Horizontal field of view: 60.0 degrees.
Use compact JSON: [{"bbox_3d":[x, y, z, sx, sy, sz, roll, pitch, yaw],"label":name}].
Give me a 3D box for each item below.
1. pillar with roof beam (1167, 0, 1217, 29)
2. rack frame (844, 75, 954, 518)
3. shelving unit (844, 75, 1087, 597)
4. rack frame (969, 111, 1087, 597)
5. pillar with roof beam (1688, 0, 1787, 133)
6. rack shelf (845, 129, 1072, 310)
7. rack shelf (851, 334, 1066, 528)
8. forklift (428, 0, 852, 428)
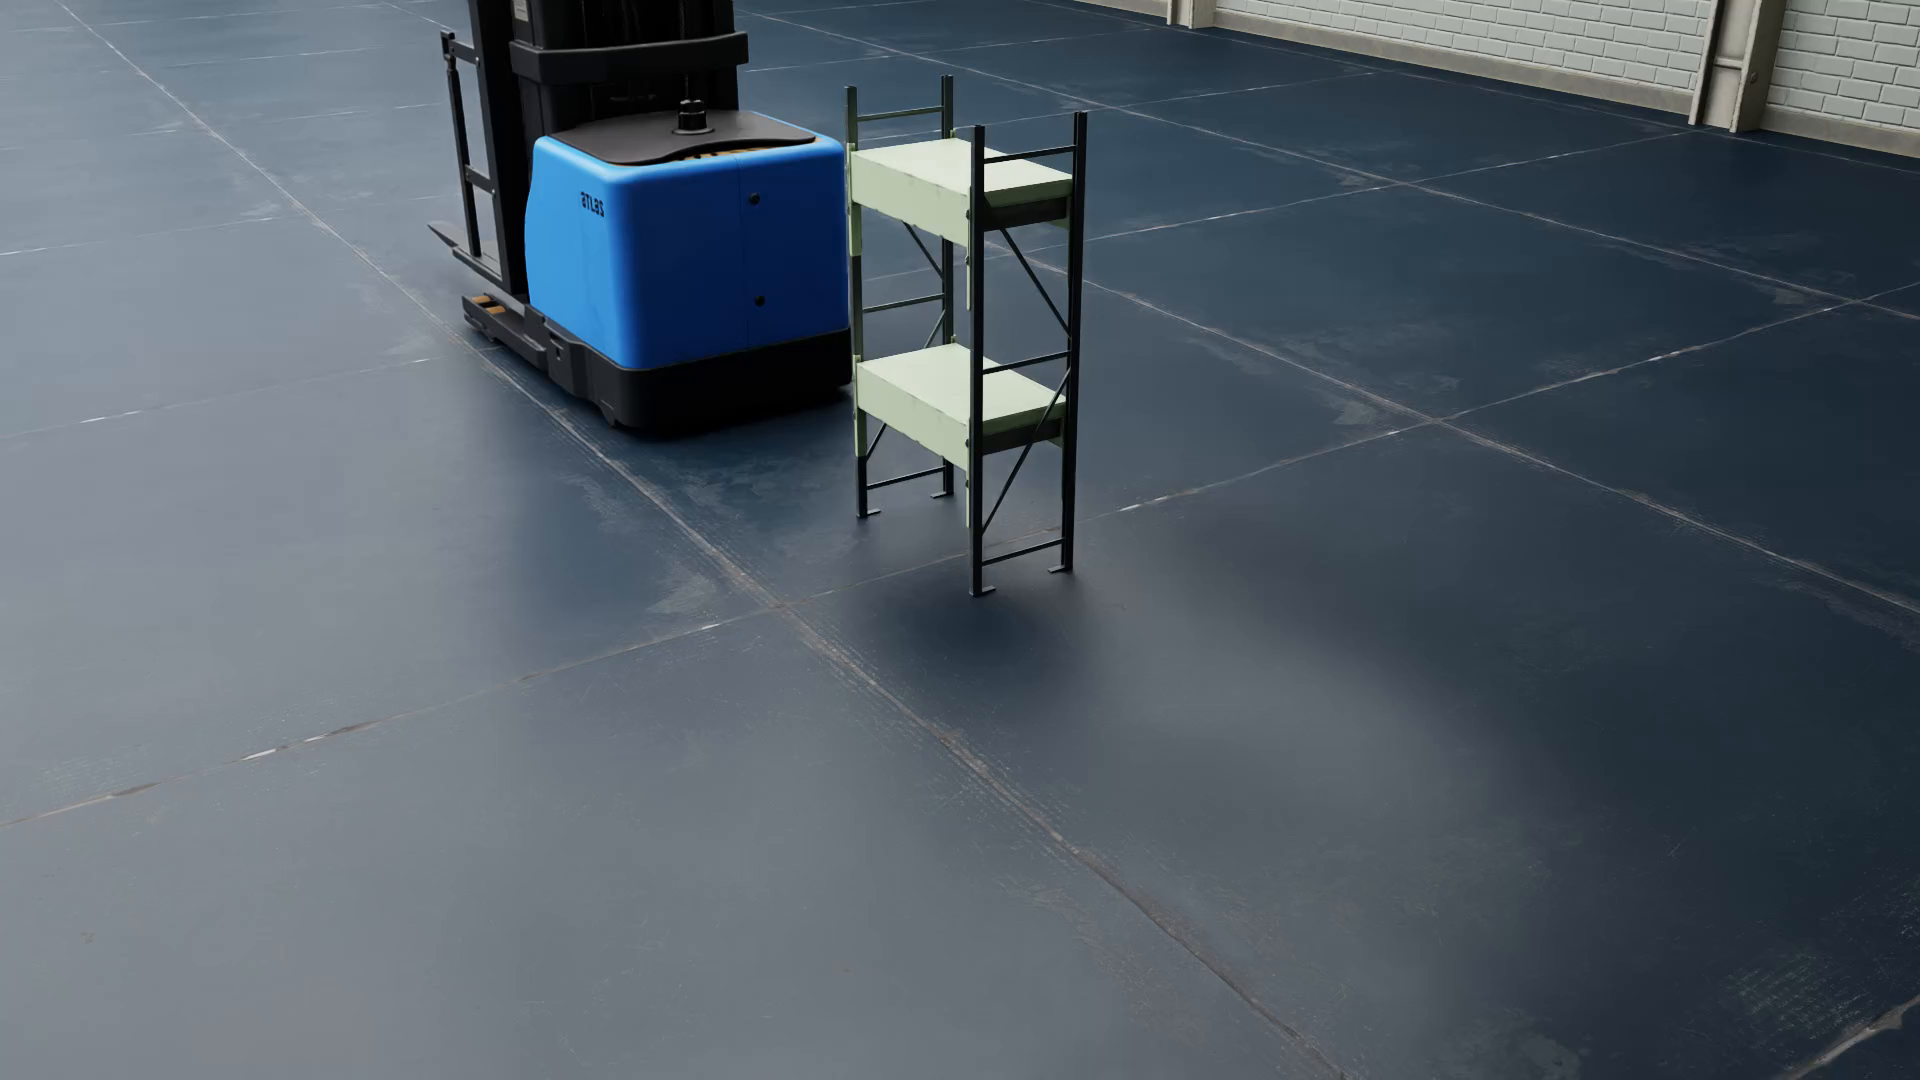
[{"bbox_3d":[-1.286,-8.245,12.675,9.100,9.000,0.400,-16,29,-30],"label":"pillar with roof beam"},{"bbox_3d":[-0.196,-0.807,5.702,0.400,1.500,0.023,-16,29,-30],"label":"rack frame"},{"bbox_3d":[0.004,-0.676,5.425,0.431,1.500,0.755,-16,29,-30],"label":"shelving unit"},{"bbox_3d":[0.203,-0.545,5.147,0.400,1.500,0.023,-16,29,-30],"label":"rack frame"},{"bbox_3d":[1.990,-6.099,8.129,9.100,9.000,0.400,-16,29,-30],"label":"pillar with roof beam"},{"bbox_3d":[0.004,-1.029,5.258,0.431,0.370,0.720,-16,29,-30],"label":"rack shelf"},{"bbox_3d":[0.004,-0.381,5.564,0.431,0.370,0.720,-16,29,-30],"label":"rack shelf"},{"bbox_3d":[-1.682,-2.341,7.276,1.130,2.935,3.031,-16,30,-30],"label":"forklift"}]
